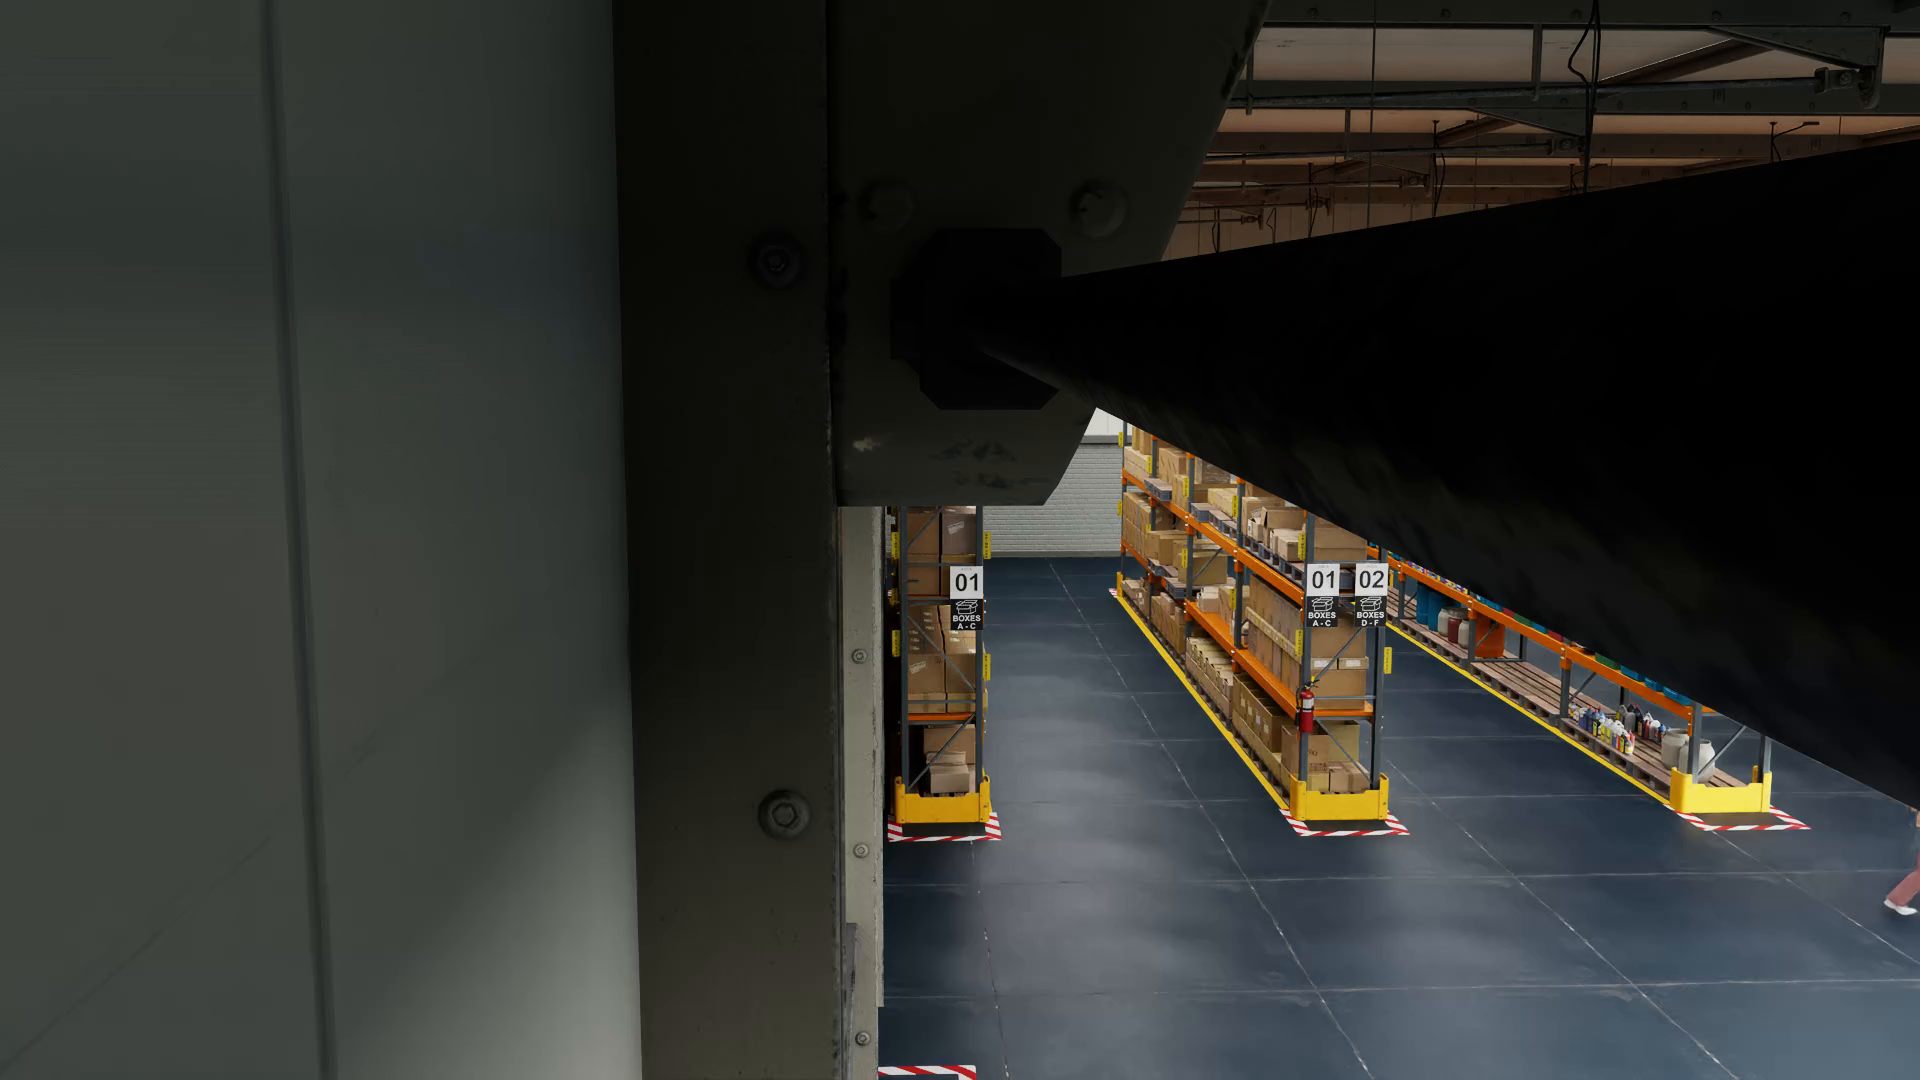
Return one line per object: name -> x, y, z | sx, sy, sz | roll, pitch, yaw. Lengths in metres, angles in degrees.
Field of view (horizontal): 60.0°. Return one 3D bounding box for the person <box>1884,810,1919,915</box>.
person -> 10.000, 3.120, 17.084 | 0.795, 1.669, 0.602 | 4, 9, 28
